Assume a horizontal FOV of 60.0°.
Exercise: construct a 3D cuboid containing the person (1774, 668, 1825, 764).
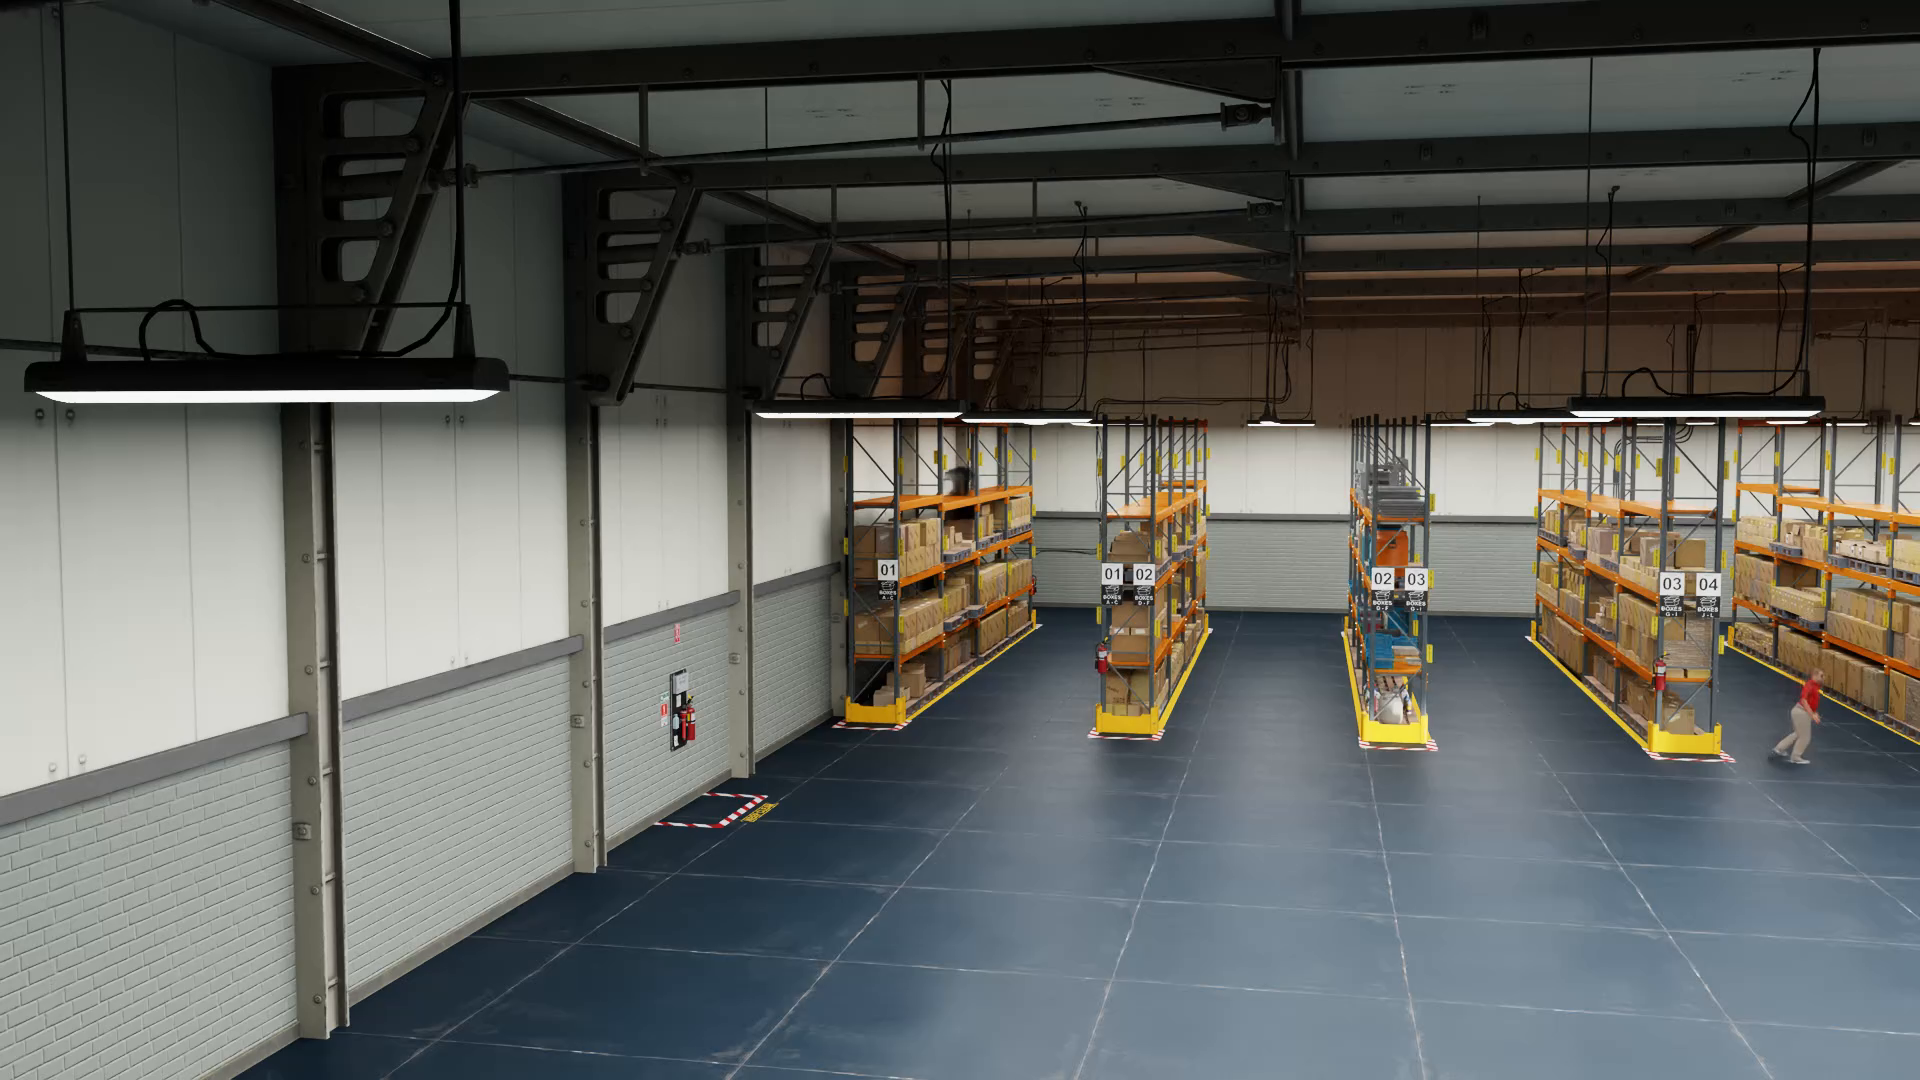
[{"bbox_3d":[14.371,2.995,28.484,0.771,1.653,0.674,2,4,32],"label":"person"}]
